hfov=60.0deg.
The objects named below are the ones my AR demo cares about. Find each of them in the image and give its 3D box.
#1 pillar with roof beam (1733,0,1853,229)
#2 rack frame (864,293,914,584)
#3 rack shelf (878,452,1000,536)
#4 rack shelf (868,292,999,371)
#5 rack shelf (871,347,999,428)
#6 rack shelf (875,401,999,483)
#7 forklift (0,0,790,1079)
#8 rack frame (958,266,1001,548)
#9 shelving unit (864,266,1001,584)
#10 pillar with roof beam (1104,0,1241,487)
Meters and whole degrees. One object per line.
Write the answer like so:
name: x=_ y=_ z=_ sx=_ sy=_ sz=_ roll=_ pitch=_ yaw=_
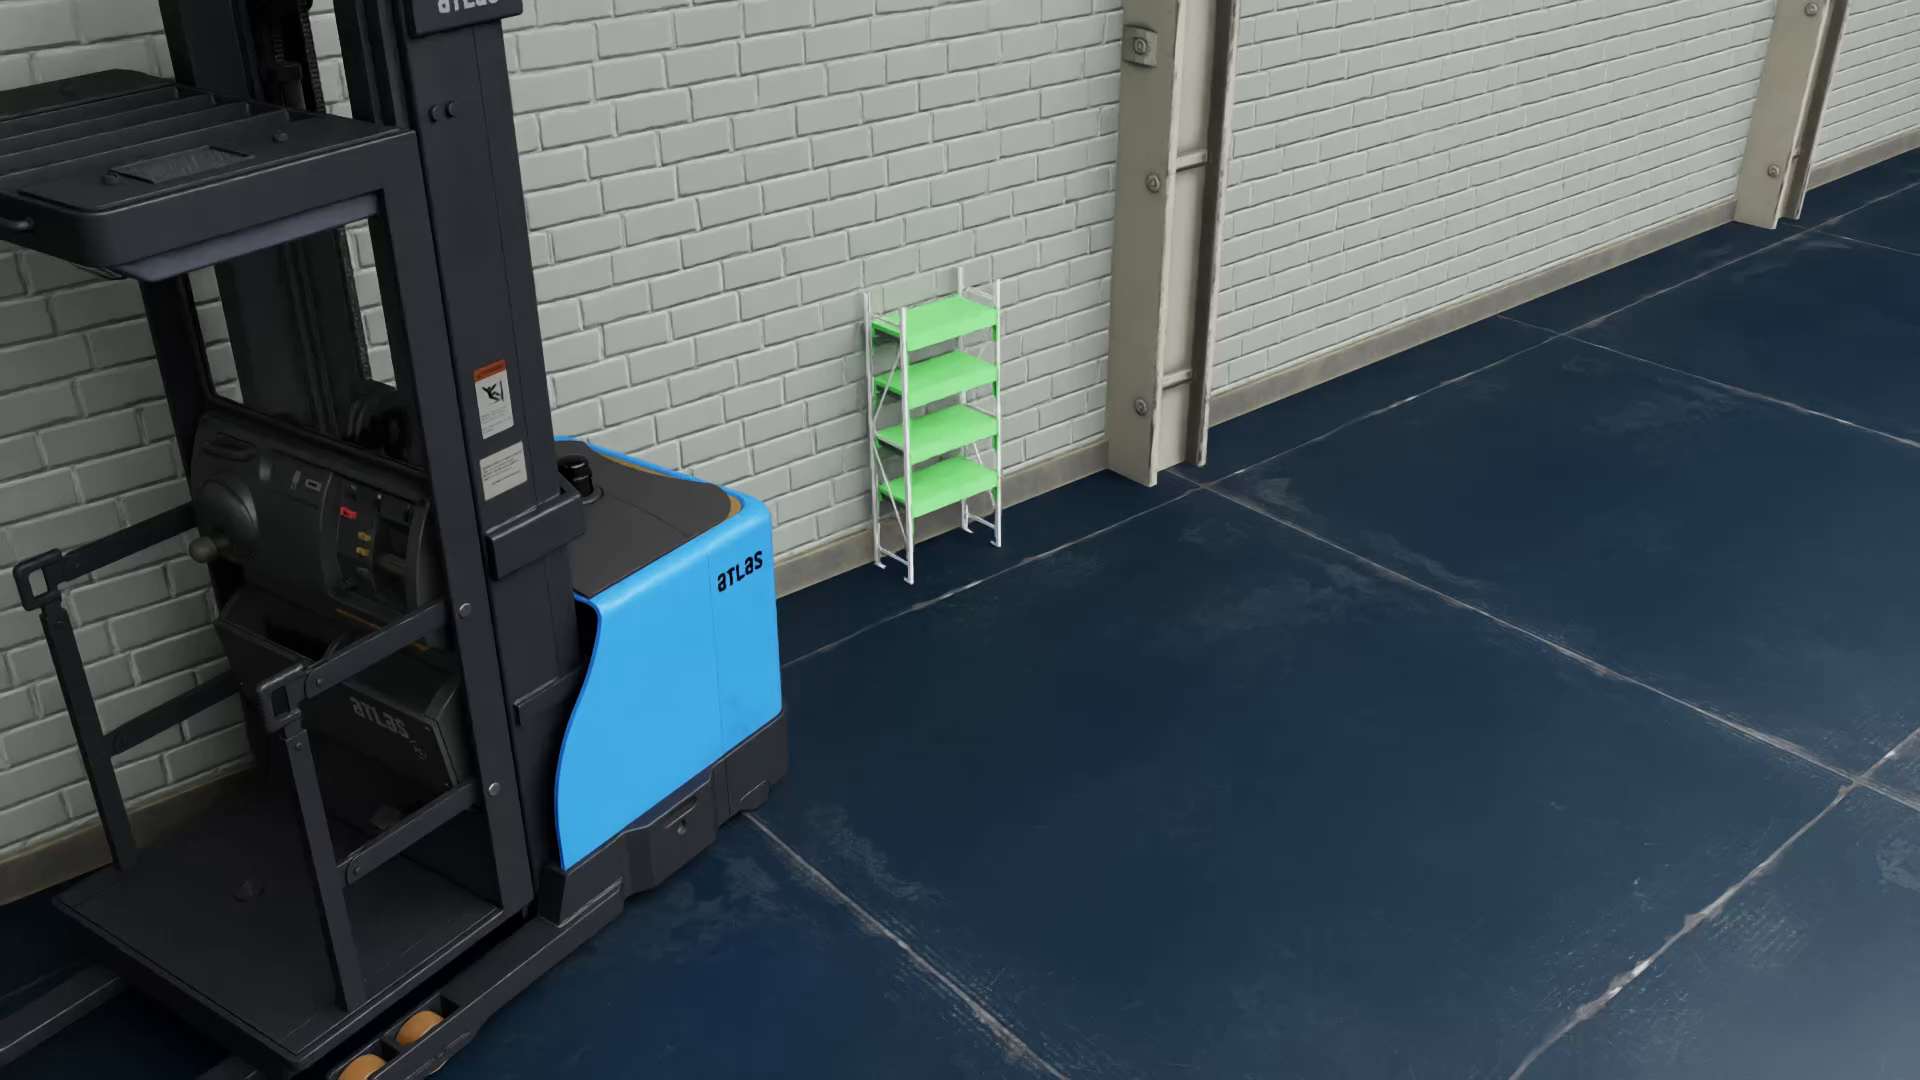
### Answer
pillar with roof beam: x=8.285 y=-4.620 z=6.348 sx=0.400 sy=9.000 sz=9.100 roll=-22 pitch=35 yaw=-35
rack frame: x=-0.285 y=-0.393 z=6.705 sx=0.015 sy=1.200 sz=0.240 roll=-22 pitch=34 yaw=-35
rack shelf: x=-0.096 y=-0.198 z=6.985 sx=0.480 sy=0.148 sz=0.258 roll=-22 pitch=34 yaw=-35
rack shelf: x=-0.107 y=-0.838 z=6.656 sx=0.480 sy=0.148 sz=0.258 roll=-22 pitch=34 yaw=-35
rack shelf: x=-0.103 y=-0.625 z=6.766 sx=0.480 sy=0.148 sz=0.258 roll=-22 pitch=34 yaw=-35
rack shelf: x=-0.100 y=-0.411 z=6.875 sx=0.480 sy=0.148 sz=0.258 roll=-22 pitch=34 yaw=-35
forklift: x=-1.817 y=-0.019 z=4.176 sx=1.130 sy=2.935 sz=3.031 roll=18 pitch=33 yaw=29
rack frame: x=0.084 y=-0.543 z=6.987 sx=0.015 sy=1.200 sz=0.240 roll=-22 pitch=34 yaw=-35
shelving unit: x=-0.101 y=-0.468 z=6.846 sx=0.503 sy=1.200 sz=0.258 roll=-22 pitch=34 yaw=-35
pillar with roof beam: x=3.721 y=-2.785 z=2.913 sx=0.400 sy=9.000 sz=9.100 roll=-22 pitch=35 yaw=-35
